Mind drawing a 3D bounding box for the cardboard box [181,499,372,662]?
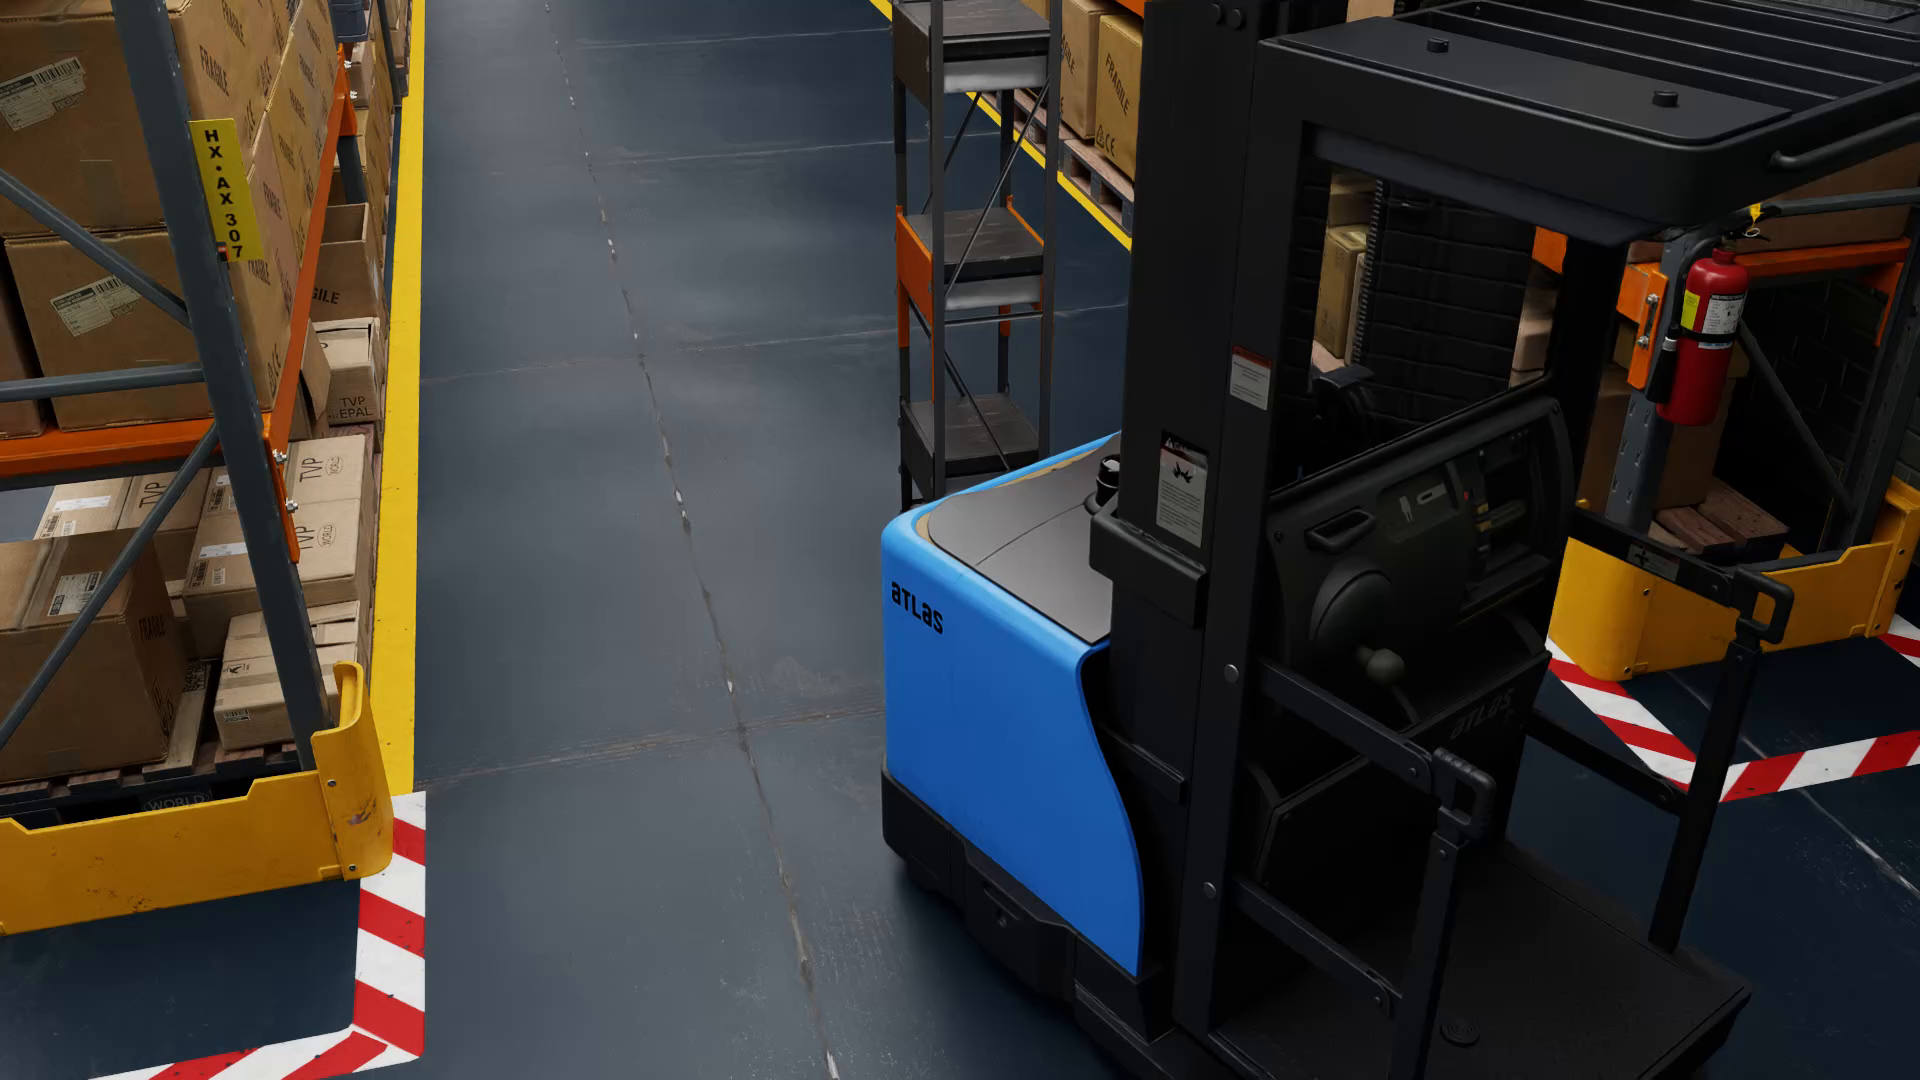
[{"bbox_3d":[-2.181,0.120,5.353,0.500,0.250,0.500,-8,31,-13],"label":"cardboard box"}]

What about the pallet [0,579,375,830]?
[{"bbox_3d":[-2.410,0.448,5.266,1.003,0.211,1.213,-8,31,-13],"label":"pallet"}]

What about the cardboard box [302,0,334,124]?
[{"bbox_3d":[-2.721,-1.856,6.363,0.500,0.500,0.500,-7,31,-12],"label":"cardboard box"}]

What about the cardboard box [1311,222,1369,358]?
[{"bbox_3d":[1.900,-1.164,7.342,0.700,0.500,0.500,-7,31,-12],"label":"cardboard box"}]

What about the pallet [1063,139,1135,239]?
[{"bbox_3d":[1.258,-2.085,9.642,1.003,0.211,1.213,-8,31,-13],"label":"pallet"}]

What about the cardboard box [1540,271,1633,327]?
[{"bbox_3d":[2.406,-0.914,6.263,0.380,0.149,0.250,-8,31,-13],"label":"cardboard box"}]

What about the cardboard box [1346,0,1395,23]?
[{"bbox_3d":[2.055,-2.092,6.570,0.980,0.700,0.700,-9,31,-16],"label":"cardboard box"}]

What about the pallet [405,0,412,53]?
[{"bbox_3d":[-4.802,-3.985,12.924,1.003,0.211,1.213,-8,31,-13],"label":"pallet"}]

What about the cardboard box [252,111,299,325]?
[{"bbox_3d":[-2.183,-0.878,4.674,0.500,0.500,0.500,-8,31,-14],"label":"cardboard box"}]

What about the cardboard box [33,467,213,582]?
[{"bbox_3d":[-2.782,-0.030,5.614,0.500,0.250,0.500,-8,31,-13],"label":"cardboard box"}]

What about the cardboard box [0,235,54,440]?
[{"bbox_3d":[-2.559,-0.561,4.125,0.500,0.500,0.500,-7,31,-12],"label":"cardboard box"}]

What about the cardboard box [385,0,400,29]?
[{"bbox_3d":[-4.157,-3.728,11.462,0.500,0.311,0.500,-7,31,-12],"label":"cardboard box"}]

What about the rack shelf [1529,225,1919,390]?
[{"bbox_3d":[2.067,-1.652,6.829,1.077,0.370,4.000,-8,31,-13],"label":"rack shelf"}]

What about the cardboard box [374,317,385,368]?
[{"bbox_3d":[-2.657,-0.815,7.071,0.380,0.149,0.250,-8,31,-13],"label":"cardboard box"}]

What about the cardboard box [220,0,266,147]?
[{"bbox_3d":[-2.187,-1.314,4.428,0.500,0.500,0.500,-8,31,-13],"label":"cardboard box"}]

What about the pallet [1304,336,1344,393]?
[{"bbox_3d":[1.990,-0.755,7.343,1.003,0.211,1.213,-8,31,-13],"label":"pallet"}]

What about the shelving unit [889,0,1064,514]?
[{"bbox_3d":[0.044,-0.829,5.586,0.431,2.100,0.503,-8,31,-13],"label":"shelving unit"}]

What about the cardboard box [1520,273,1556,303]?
[{"bbox_3d":[2.037,-0.864,6.178,0.380,0.149,0.250,-7,31,-12],"label":"cardboard box"}]

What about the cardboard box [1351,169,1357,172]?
[{"bbox_3d":[2.001,-1.651,7.536,0.380,0.149,0.250,-9,31,-15],"label":"cardboard box"}]

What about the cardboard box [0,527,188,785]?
[{"bbox_3d":[-2.559,0.324,4.752,0.500,0.500,0.500,-8,31,-13],"label":"cardboard box"}]

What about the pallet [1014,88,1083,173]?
[{"bbox_3d":[0.931,-2.676,10.662,1.003,0.211,1.213,-8,31,-13],"label":"pallet"}]

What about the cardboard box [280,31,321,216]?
[{"bbox_3d":[-2.444,-1.363,5.510,0.500,0.500,0.500,-7,31,-13],"label":"cardboard box"}]

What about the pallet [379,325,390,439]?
[{"bbox_3d":[-3.058,-0.730,7.302,1.003,0.211,1.213,-8,31,-13],"label":"pallet"}]

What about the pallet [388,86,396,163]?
[{"bbox_3d":[-4.139,-2.629,10.581,1.003,0.211,1.213,-8,31,-13],"label":"pallet"}]

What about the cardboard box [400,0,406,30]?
[{"bbox_3d":[-4.435,-3.978,12.454,0.500,0.250,0.500,-9,31,-15],"label":"cardboard box"}]

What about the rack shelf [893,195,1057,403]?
[{"bbox_3d":[0.044,-0.817,5.593,0.431,0.518,0.480,-8,31,-13],"label":"rack shelf"}]

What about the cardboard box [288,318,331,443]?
[{"bbox_3d":[-2.735,-0.473,6.125,0.797,0.503,0.637,-8,31,-13],"label":"cardboard box"}]

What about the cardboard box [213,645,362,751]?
[{"bbox_3d":[-1.957,0.458,4.871,0.380,0.149,0.250,-8,31,-13],"label":"cardboard box"}]

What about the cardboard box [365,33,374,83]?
[{"bbox_3d":[-3.532,-2.694,9.217,0.500,0.250,0.500,-8,31,-14],"label":"cardboard box"}]

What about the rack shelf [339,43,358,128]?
[{"bbox_3d":[-3.770,-2.924,9.025,1.077,0.370,4.000,-8,31,-13],"label":"rack shelf"}]

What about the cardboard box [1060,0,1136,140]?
[{"bbox_3d":[0.999,-2.907,10.004,0.750,0.750,0.750,-7,31,-12],"label":"cardboard box"}]

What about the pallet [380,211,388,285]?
[{"bbox_3d":[-3.491,-1.450,8.545,1.003,0.211,1.213,-8,31,-13],"label":"pallet"}]

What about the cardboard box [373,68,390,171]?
[{"bbox_3d":[-3.544,-2.387,9.435,0.500,0.500,0.500,-9,31,-15],"label":"cardboard box"}]

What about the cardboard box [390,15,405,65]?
[{"bbox_3d":[-4.157,-3.485,11.602,0.500,0.250,0.500,-8,31,-13],"label":"cardboard box"}]

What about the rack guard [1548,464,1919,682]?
[{"bbox_3d":[2.604,0.096,5.586,1.175,0.500,0.348,-8,31,-13],"label":"rack guard"}]

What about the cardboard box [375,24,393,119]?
[{"bbox_3d":[-3.826,-2.889,10.303,0.500,0.500,0.500,-7,31,-11],"label":"cardboard box"}]

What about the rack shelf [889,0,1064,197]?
[{"bbox_3d":[0.044,-1.423,5.242,0.431,0.518,0.480,-8,31,-13],"label":"rack shelf"}]

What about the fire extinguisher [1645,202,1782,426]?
[{"bbox_3d":[2.193,-0.669,4.860,0.296,0.674,0.183,-8,31,-13],"label":"fire extinguisher"}]

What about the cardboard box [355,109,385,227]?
[{"bbox_3d":[-3.285,-1.900,8.594,0.500,0.500,0.500,-7,31,-13],"label":"cardboard box"}]

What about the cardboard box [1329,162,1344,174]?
[{"bbox_3d":[1.551,-1.746,7.700,0.380,0.149,0.250,-7,31,-12],"label":"cardboard box"}]

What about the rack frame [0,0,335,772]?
[{"bbox_3d":[-2.177,-0.337,3.838,1.000,3.000,0.127,-8,31,-13],"label":"rack frame"}]

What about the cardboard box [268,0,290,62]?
[{"bbox_3d":[-2.451,-1.802,5.271,0.500,0.500,0.500,-8,31,-14],"label":"cardboard box"}]

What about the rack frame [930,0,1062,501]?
[{"bbox_3d":[0.109,-0.711,5.382,0.400,2.100,0.015,-8,31,-13],"label":"rack frame"}]

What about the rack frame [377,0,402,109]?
[{"bbox_3d":[-4.301,-4.201,10.514,1.000,3.000,0.127,-8,31,-13],"label":"rack frame"}]

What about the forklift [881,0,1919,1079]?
[{"bbox_3d":[1.092,0.039,3.256,1.130,2.935,3.031,-22,36,-33],"label":"forklift"}]

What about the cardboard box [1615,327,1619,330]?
[{"bbox_3d":[2.183,-0.664,6.479,0.700,0.500,0.500,-8,31,-13],"label":"cardboard box"}]
